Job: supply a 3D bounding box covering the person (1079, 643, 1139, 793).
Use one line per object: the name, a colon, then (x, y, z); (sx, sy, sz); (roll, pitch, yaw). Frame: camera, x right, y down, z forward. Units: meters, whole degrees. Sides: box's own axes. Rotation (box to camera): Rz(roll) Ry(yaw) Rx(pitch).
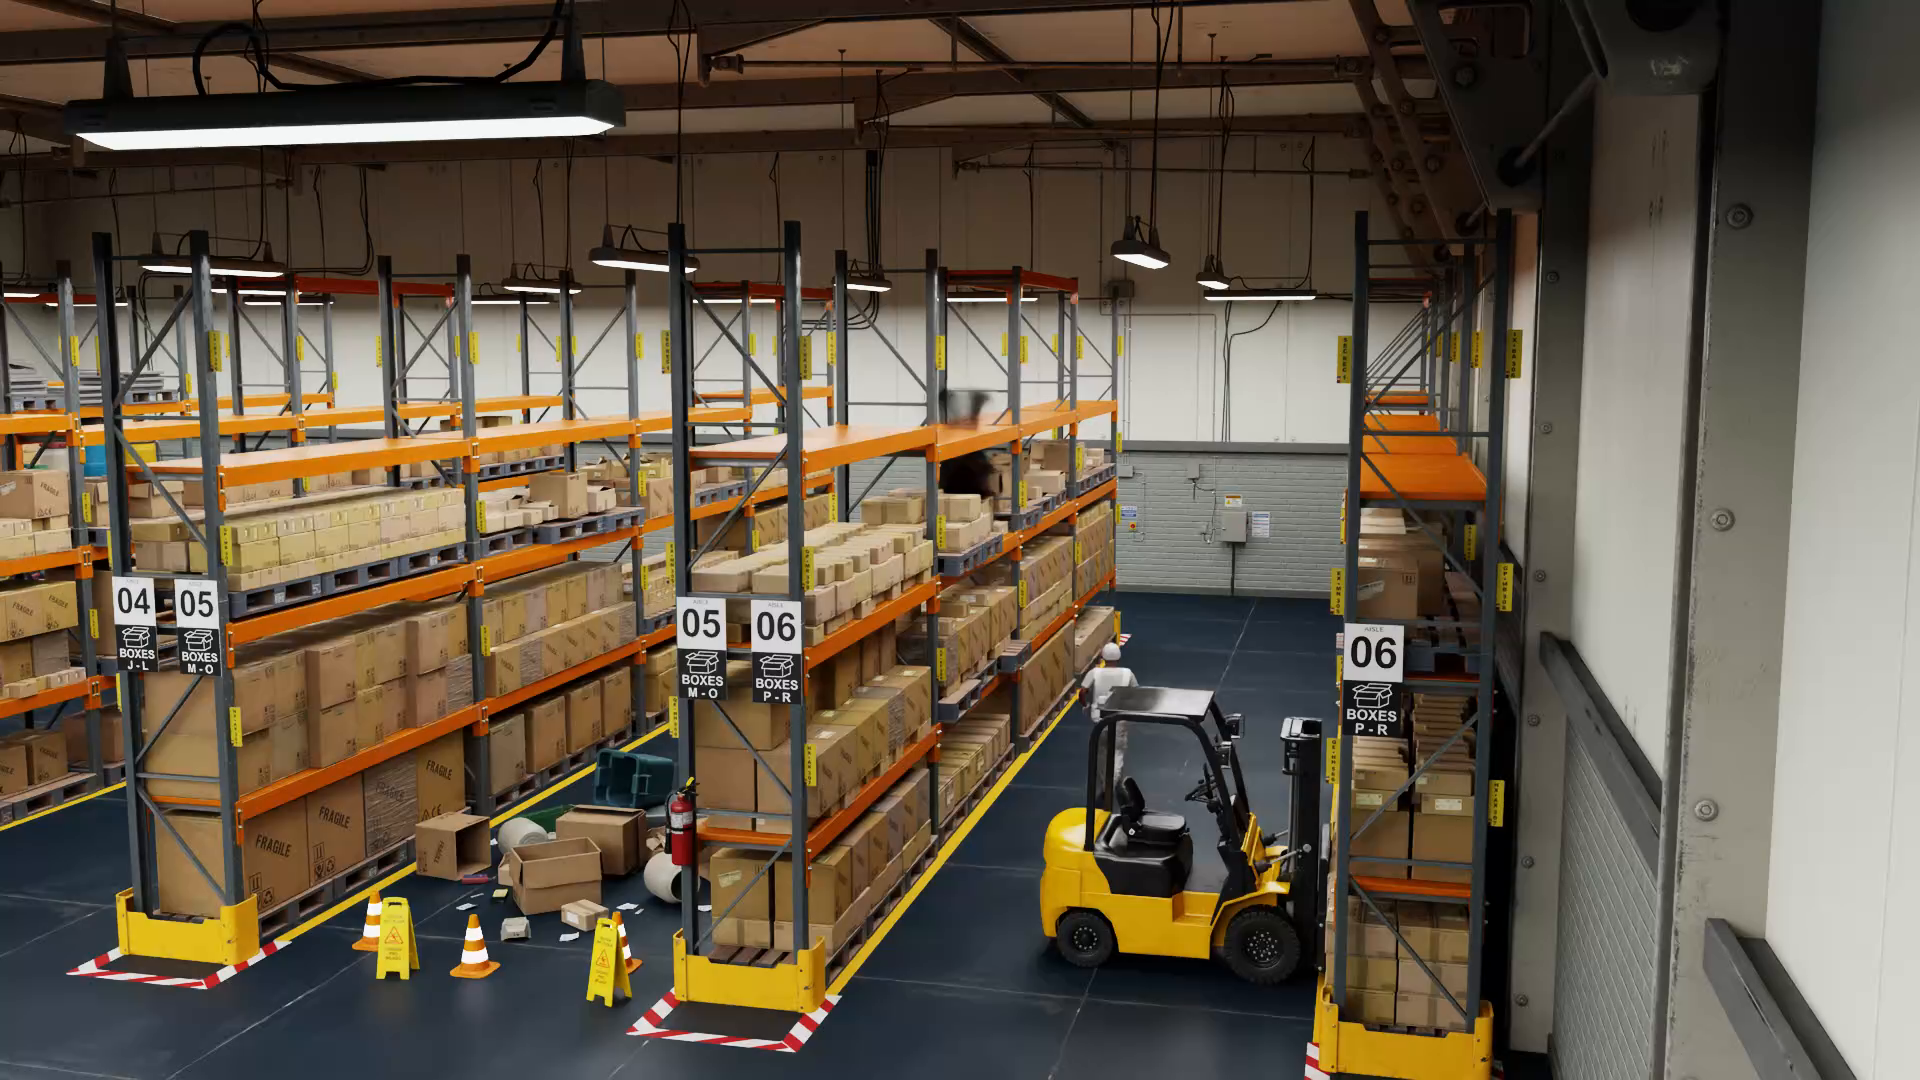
person: (1.680, 2.035, 18.591); (0.688, 1.789, 0.906); (1, 7, 8)
